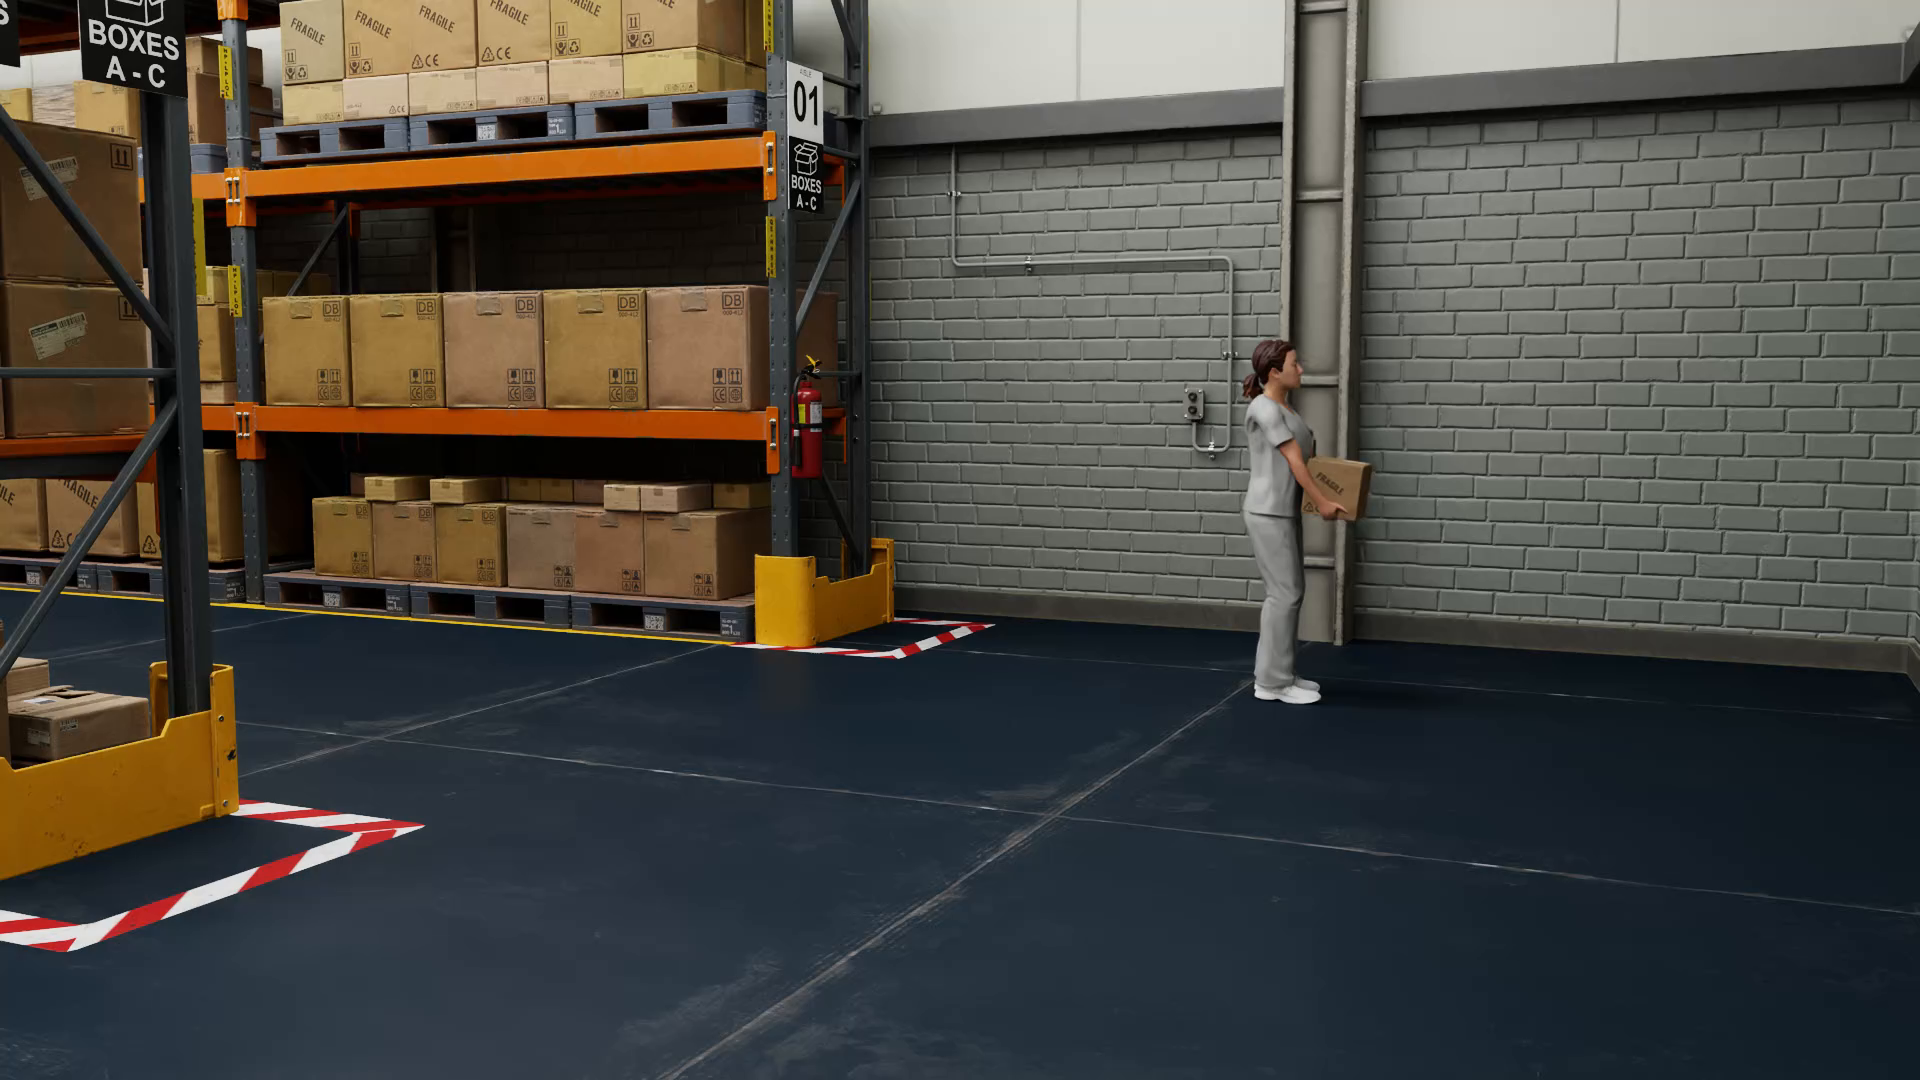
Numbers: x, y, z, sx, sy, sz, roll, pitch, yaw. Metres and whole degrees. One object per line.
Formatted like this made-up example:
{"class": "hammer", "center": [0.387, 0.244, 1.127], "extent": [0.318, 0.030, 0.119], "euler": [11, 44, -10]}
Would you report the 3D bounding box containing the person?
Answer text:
{"class": "person", "center": [1.554, -0.090, 7.712], "extent": [0.536, 1.669, 0.409], "euler": [2, 6, 23]}
